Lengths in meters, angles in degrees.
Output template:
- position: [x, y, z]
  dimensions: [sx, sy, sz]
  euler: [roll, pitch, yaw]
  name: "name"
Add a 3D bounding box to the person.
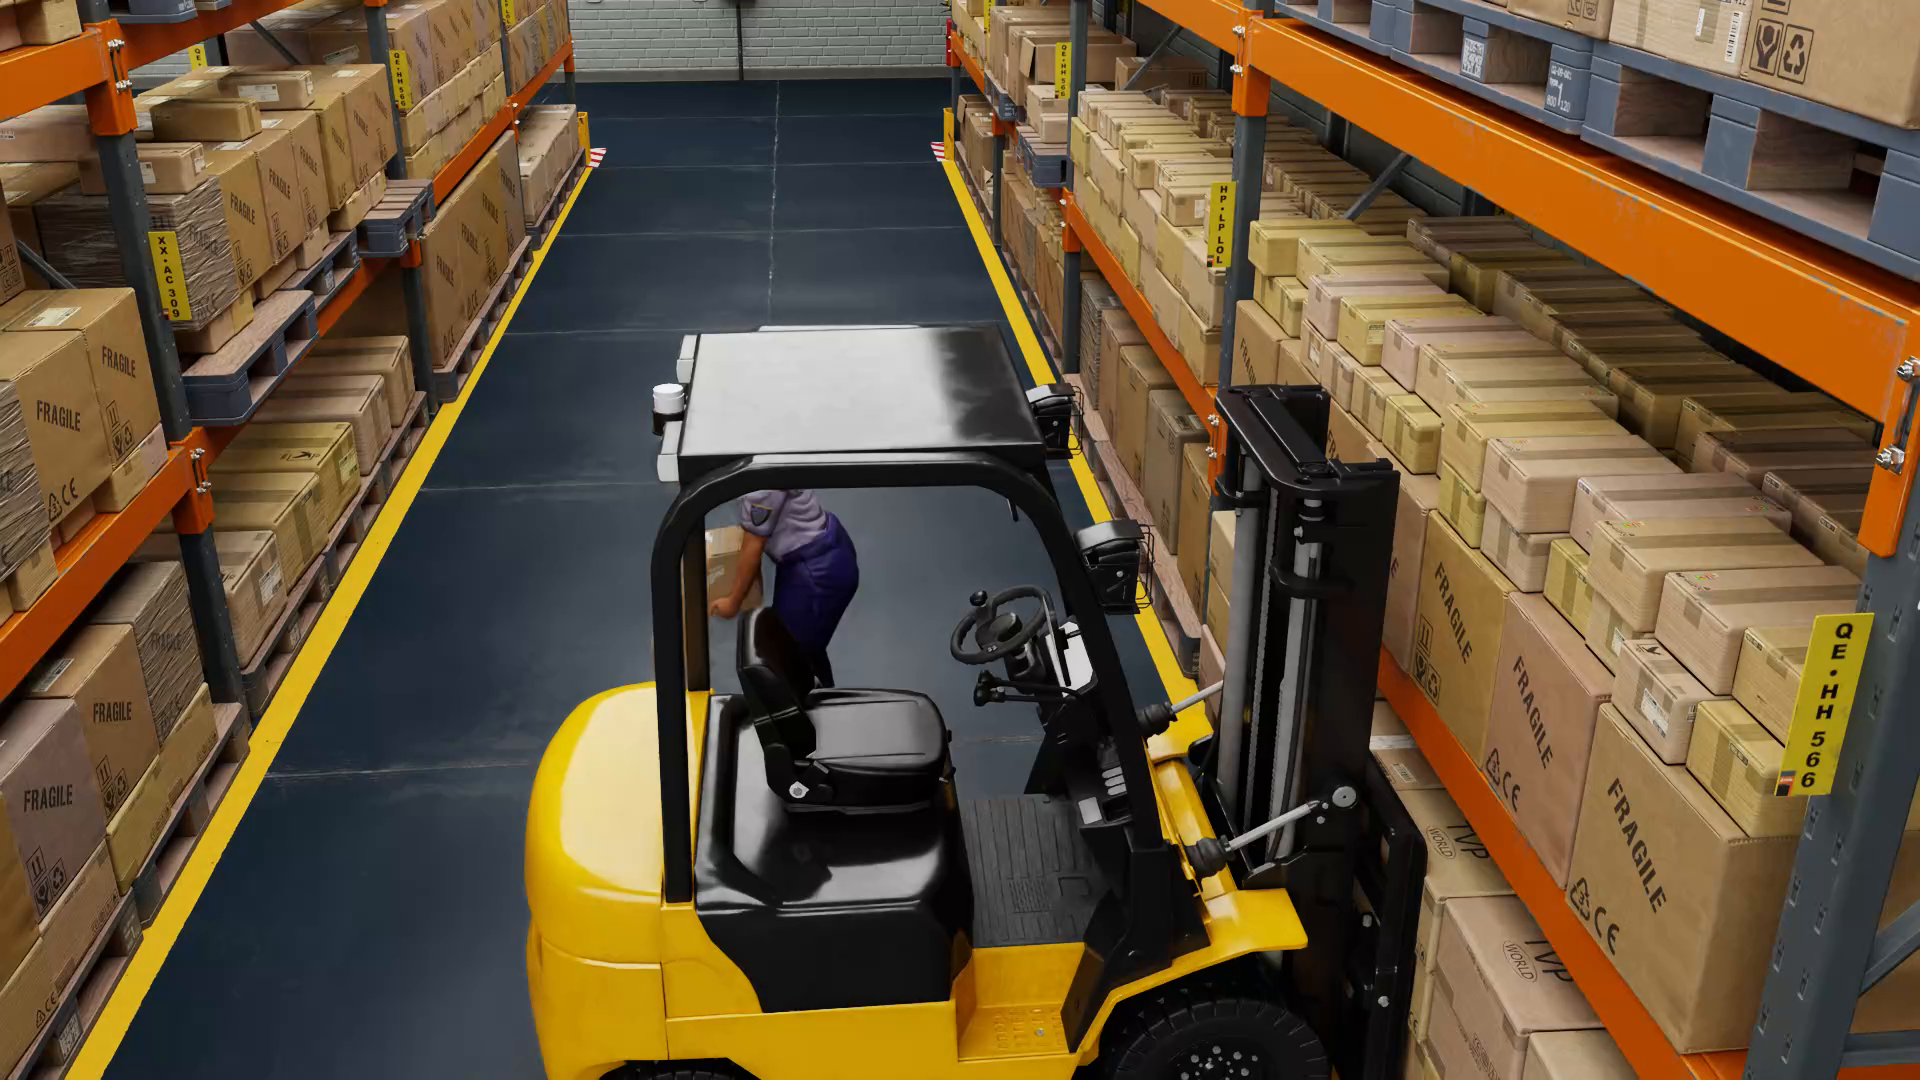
- position: [-0.680, 0.150, 6.368]
  dimensions: [0.583, 1.588, 0.441]
  euler: [-3, 24, -6]
  name: "person"
